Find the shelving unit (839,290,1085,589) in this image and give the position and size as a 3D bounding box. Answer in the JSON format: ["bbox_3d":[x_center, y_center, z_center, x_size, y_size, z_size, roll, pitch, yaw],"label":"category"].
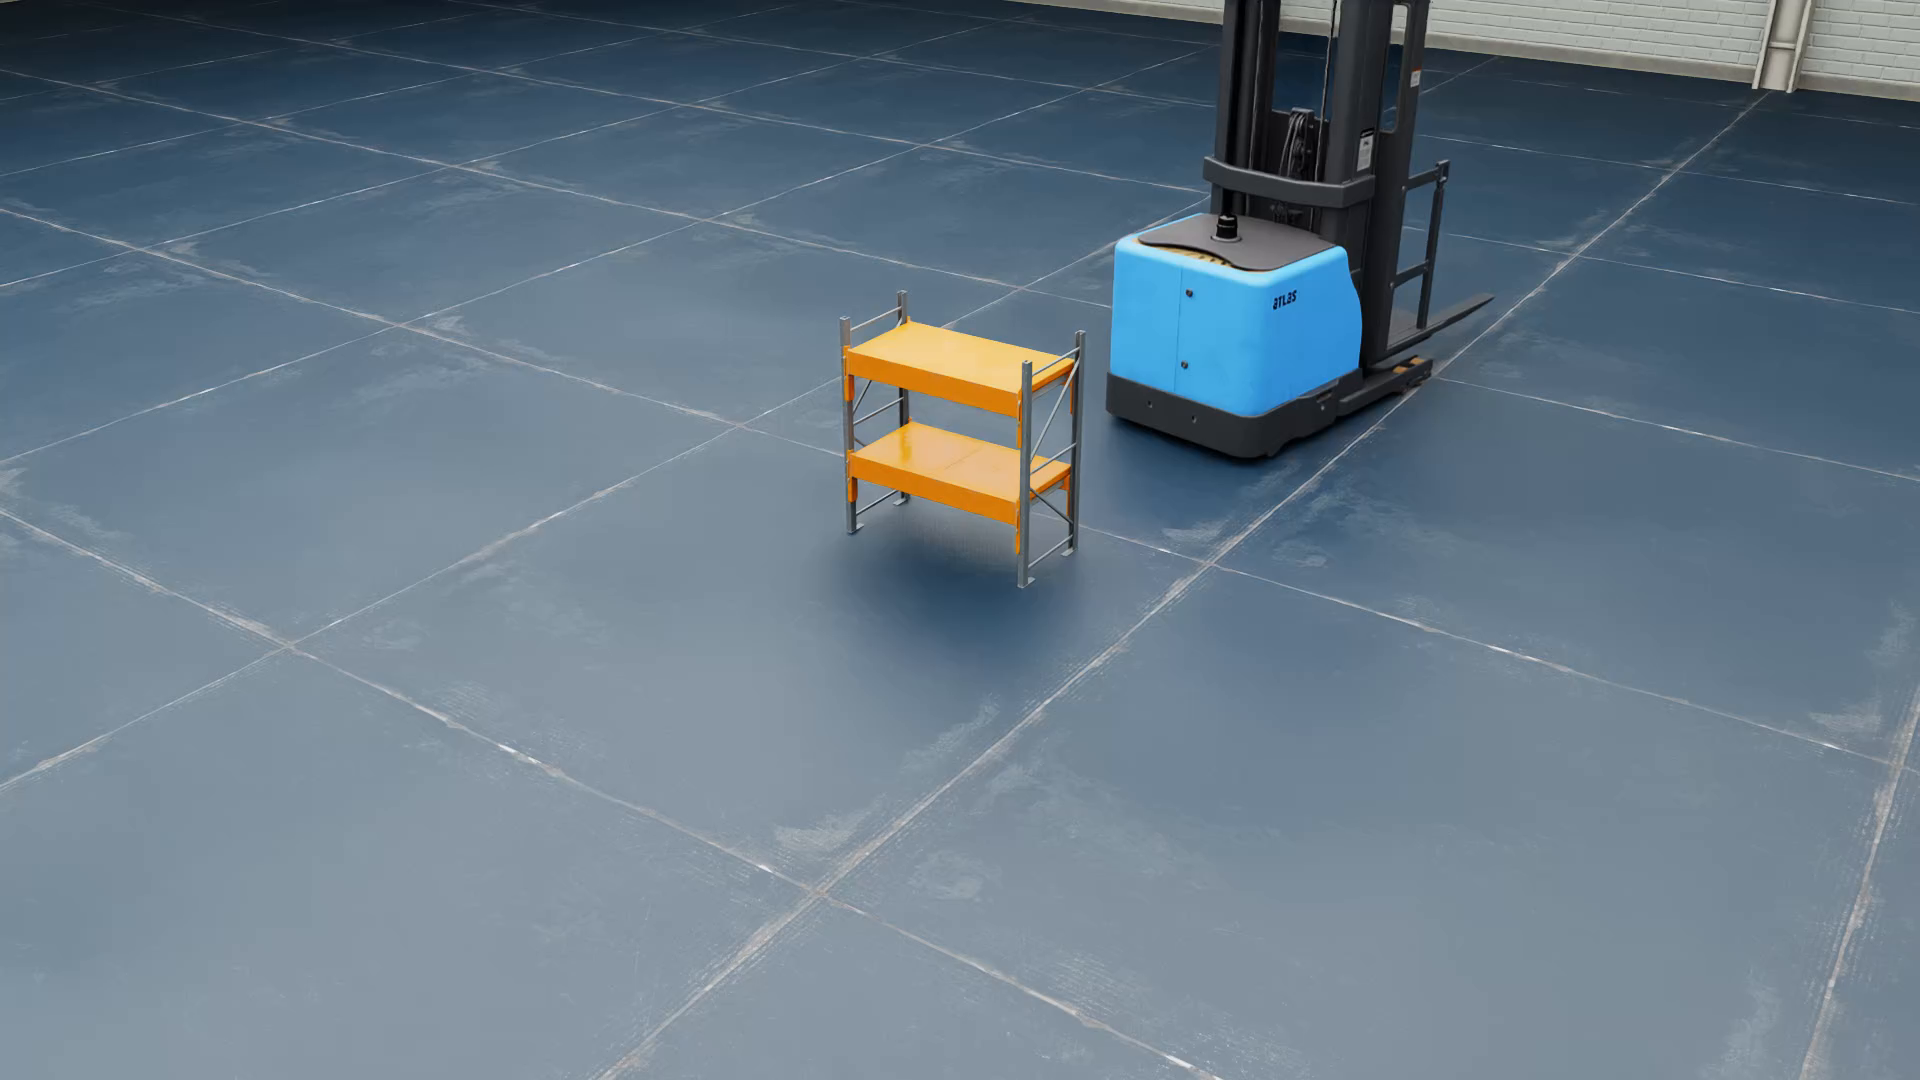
[{"bbox_3d":[0.006,-0.500,7.991,1.048,1.125,0.538,17,32,30],"label":"shelving unit"}]

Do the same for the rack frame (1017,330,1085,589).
[{"bbox_3d":[0.425,-0.369,7.735,0.032,1.125,0.500,17,32,30],"label":"rack frame"}]

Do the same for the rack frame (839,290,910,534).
[{"bbox_3d":[-0.413,-0.630,8.248,0.032,1.125,0.500,17,32,30],"label":"rack frame"}]

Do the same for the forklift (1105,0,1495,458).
[{"bbox_3d":[2.221,-2.323,9.583,1.130,2.935,3.031,24,35,38],"label":"forklift"}]

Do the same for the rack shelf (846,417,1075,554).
[{"bbox_3d":[0.006,-0.282,8.102,1.000,0.278,0.538,17,32,30],"label":"rack shelf"}]

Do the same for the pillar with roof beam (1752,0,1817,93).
[{"bbox_3d":[6.236,-7.214,12.504,0.400,9.000,9.100,17,32,30],"label":"pillar with roof beam"}]

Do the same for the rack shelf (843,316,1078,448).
[{"bbox_3d":[0.006,-0.760,7.859,1.000,0.278,0.538,17,32,30],"label":"rack shelf"}]
